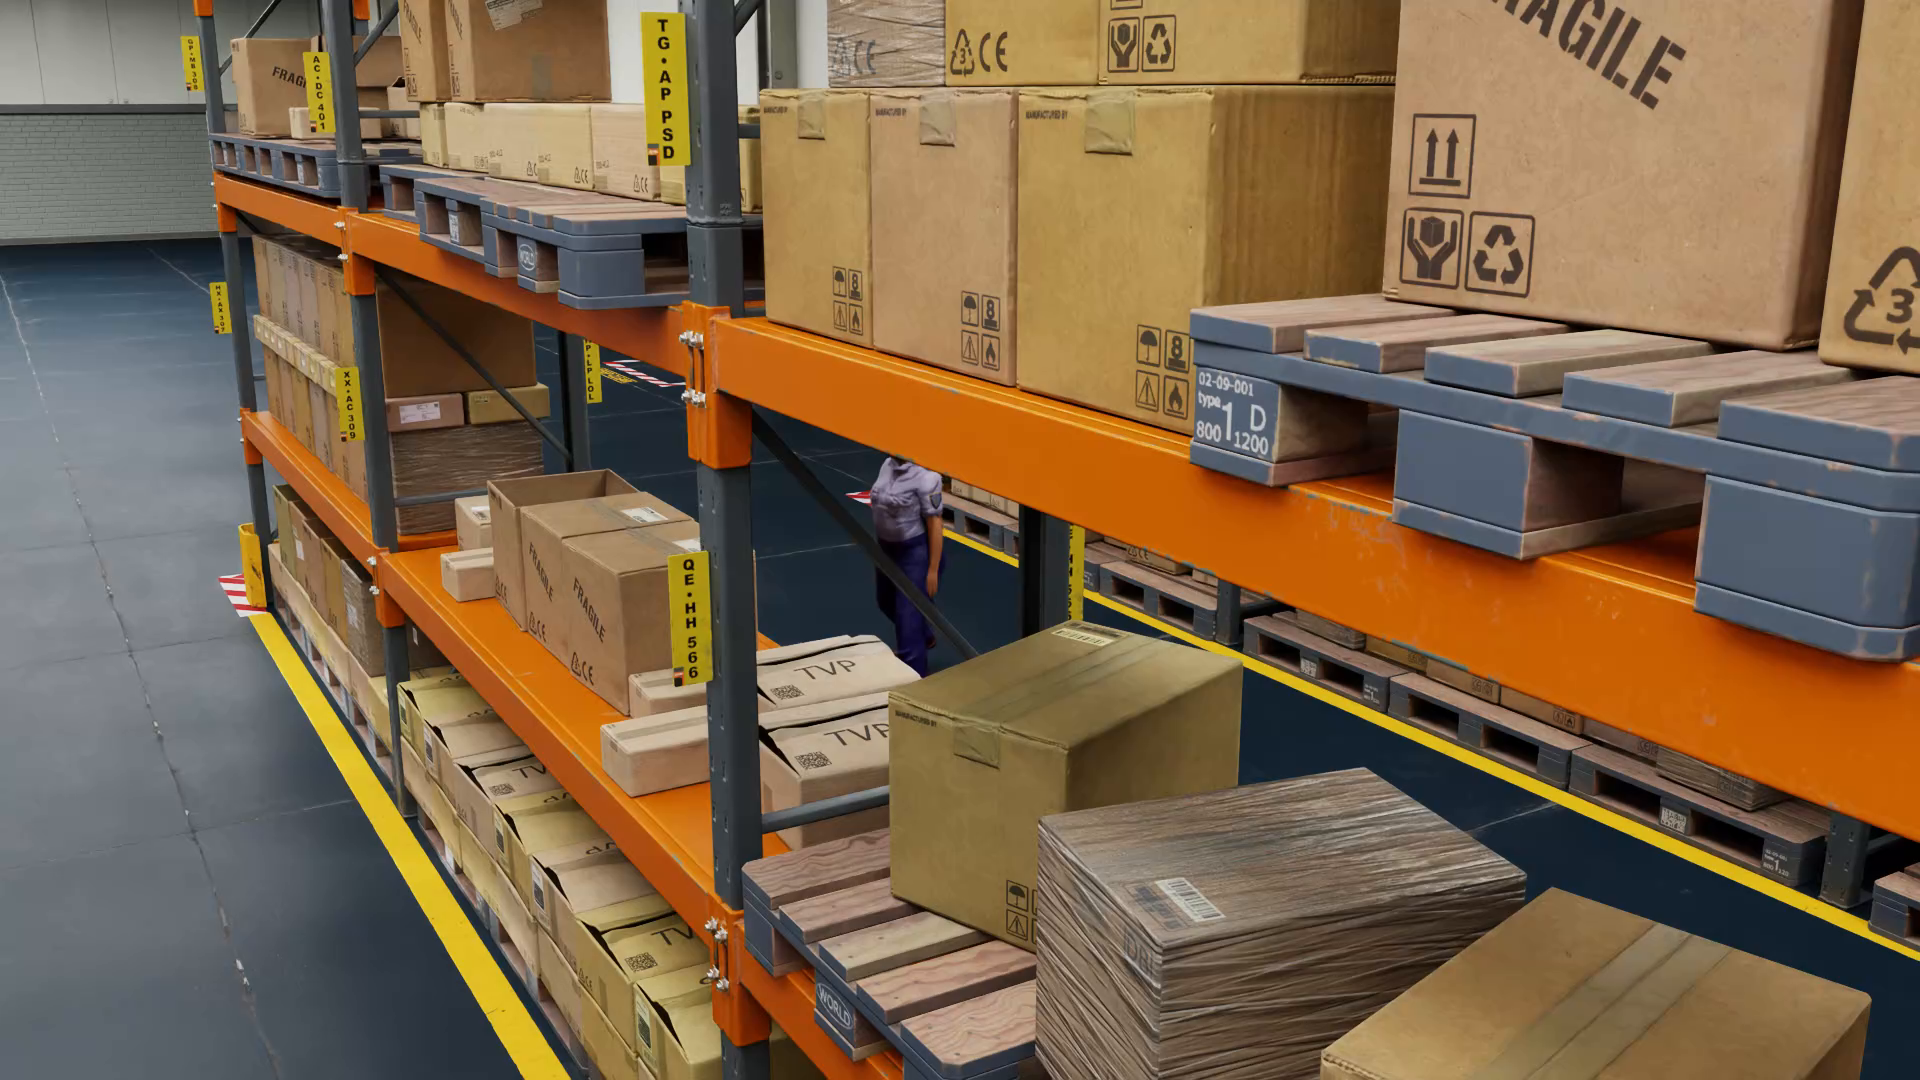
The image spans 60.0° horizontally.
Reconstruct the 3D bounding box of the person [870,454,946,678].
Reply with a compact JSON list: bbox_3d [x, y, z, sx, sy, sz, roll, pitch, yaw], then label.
[{"bbox_3d":[-0.312,0.077,9.259,0.788,1.616,0.846,-10,18,-33],"label":"person"}]
